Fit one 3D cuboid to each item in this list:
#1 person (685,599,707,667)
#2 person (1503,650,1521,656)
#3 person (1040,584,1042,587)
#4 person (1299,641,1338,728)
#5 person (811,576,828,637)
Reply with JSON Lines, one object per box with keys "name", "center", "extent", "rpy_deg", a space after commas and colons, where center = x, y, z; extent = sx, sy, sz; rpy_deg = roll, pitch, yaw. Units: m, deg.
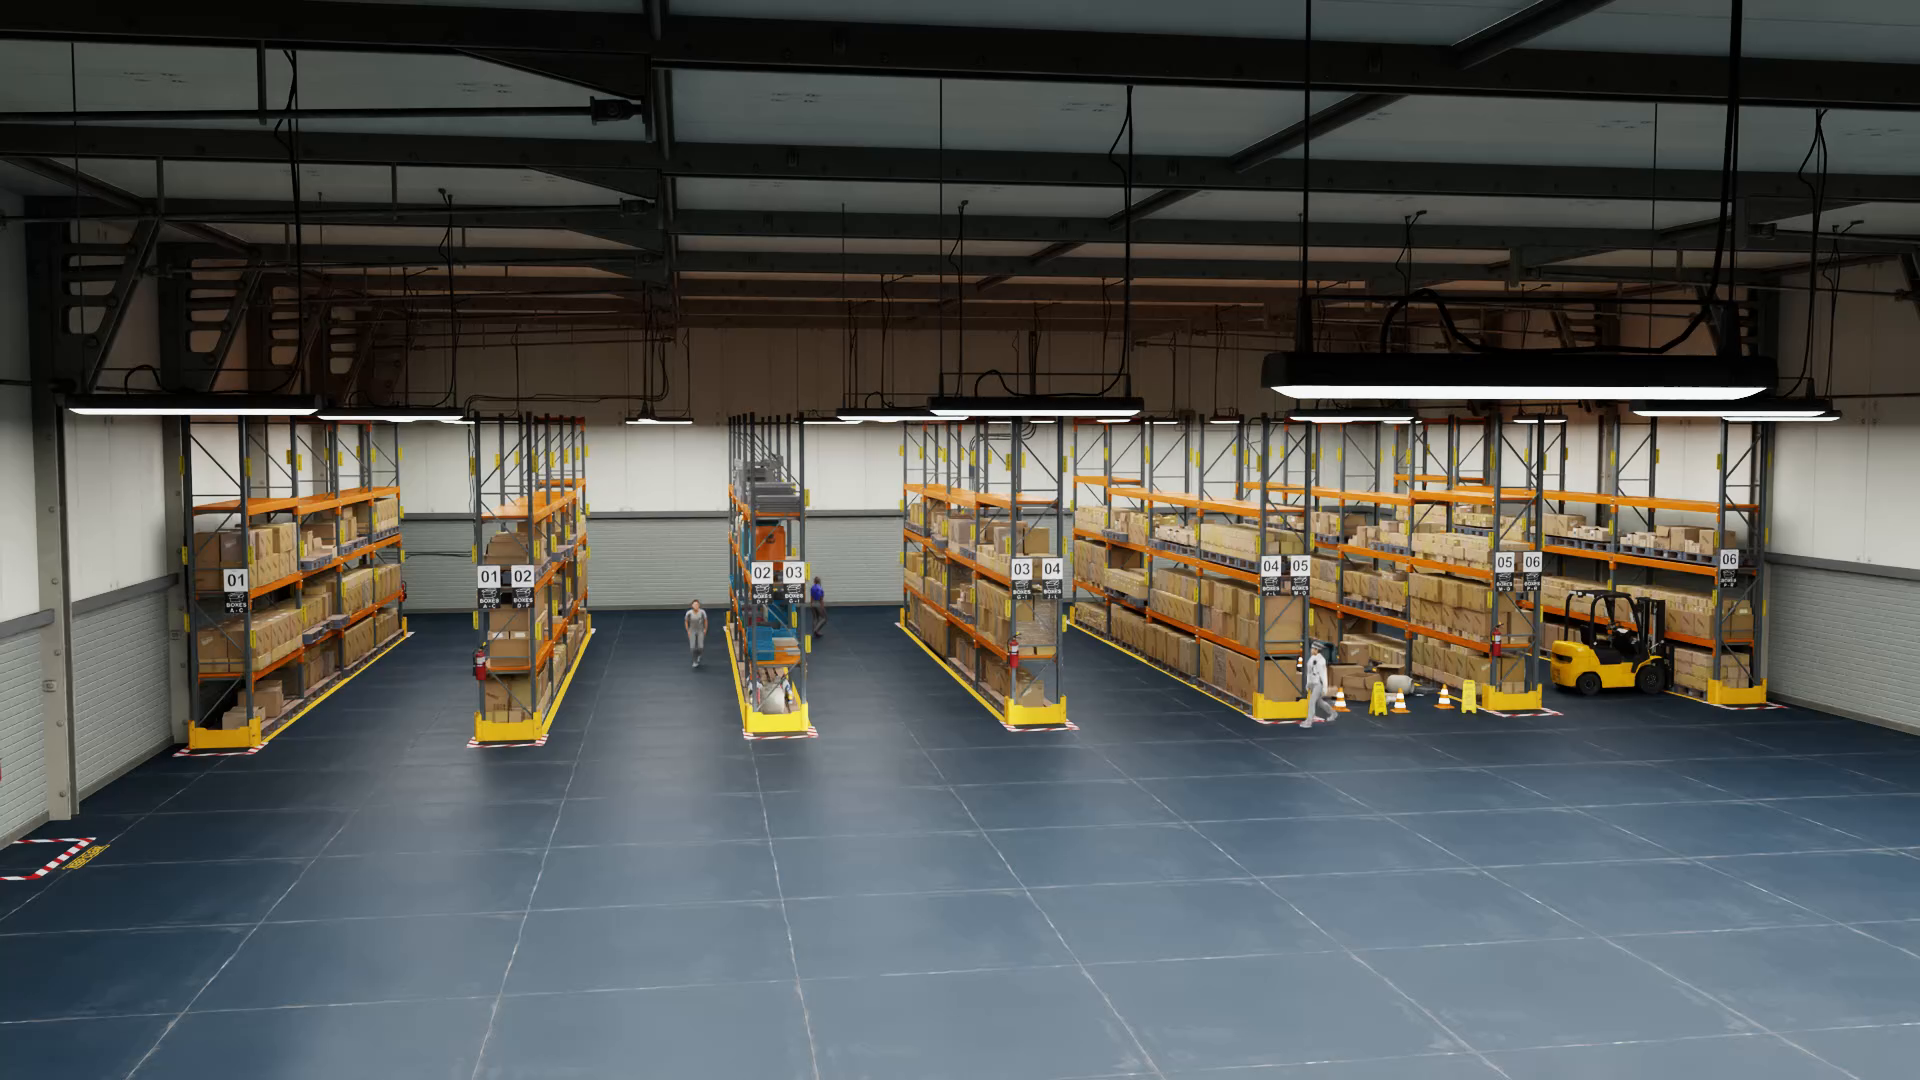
{"name": "person", "center": [-6.323, 2.215, 39.863], "extent": [0.529, 1.624, 0.576], "rpy_deg": [-1, 4, -8]}
{"name": "person", "center": [12.638, 2.395, 38.031], "extent": [0.466, 1.497, 0.736], "rpy_deg": [0, 4, -7]}
{"name": "person", "center": [2.251, 1.814, 45.237], "extent": [0.463, 1.629, 1.033], "rpy_deg": [-1, 4, -11]}
{"name": "person", "center": [6.851, 2.731, 31.728], "extent": [0.972, 1.641, 0.521], "rpy_deg": [-2, 4, -25]}
{"name": "person", "center": [-3.897, 1.879, 45.220], "extent": [0.491, 1.544, 0.459], "rpy_deg": [4, 5, 43]}
